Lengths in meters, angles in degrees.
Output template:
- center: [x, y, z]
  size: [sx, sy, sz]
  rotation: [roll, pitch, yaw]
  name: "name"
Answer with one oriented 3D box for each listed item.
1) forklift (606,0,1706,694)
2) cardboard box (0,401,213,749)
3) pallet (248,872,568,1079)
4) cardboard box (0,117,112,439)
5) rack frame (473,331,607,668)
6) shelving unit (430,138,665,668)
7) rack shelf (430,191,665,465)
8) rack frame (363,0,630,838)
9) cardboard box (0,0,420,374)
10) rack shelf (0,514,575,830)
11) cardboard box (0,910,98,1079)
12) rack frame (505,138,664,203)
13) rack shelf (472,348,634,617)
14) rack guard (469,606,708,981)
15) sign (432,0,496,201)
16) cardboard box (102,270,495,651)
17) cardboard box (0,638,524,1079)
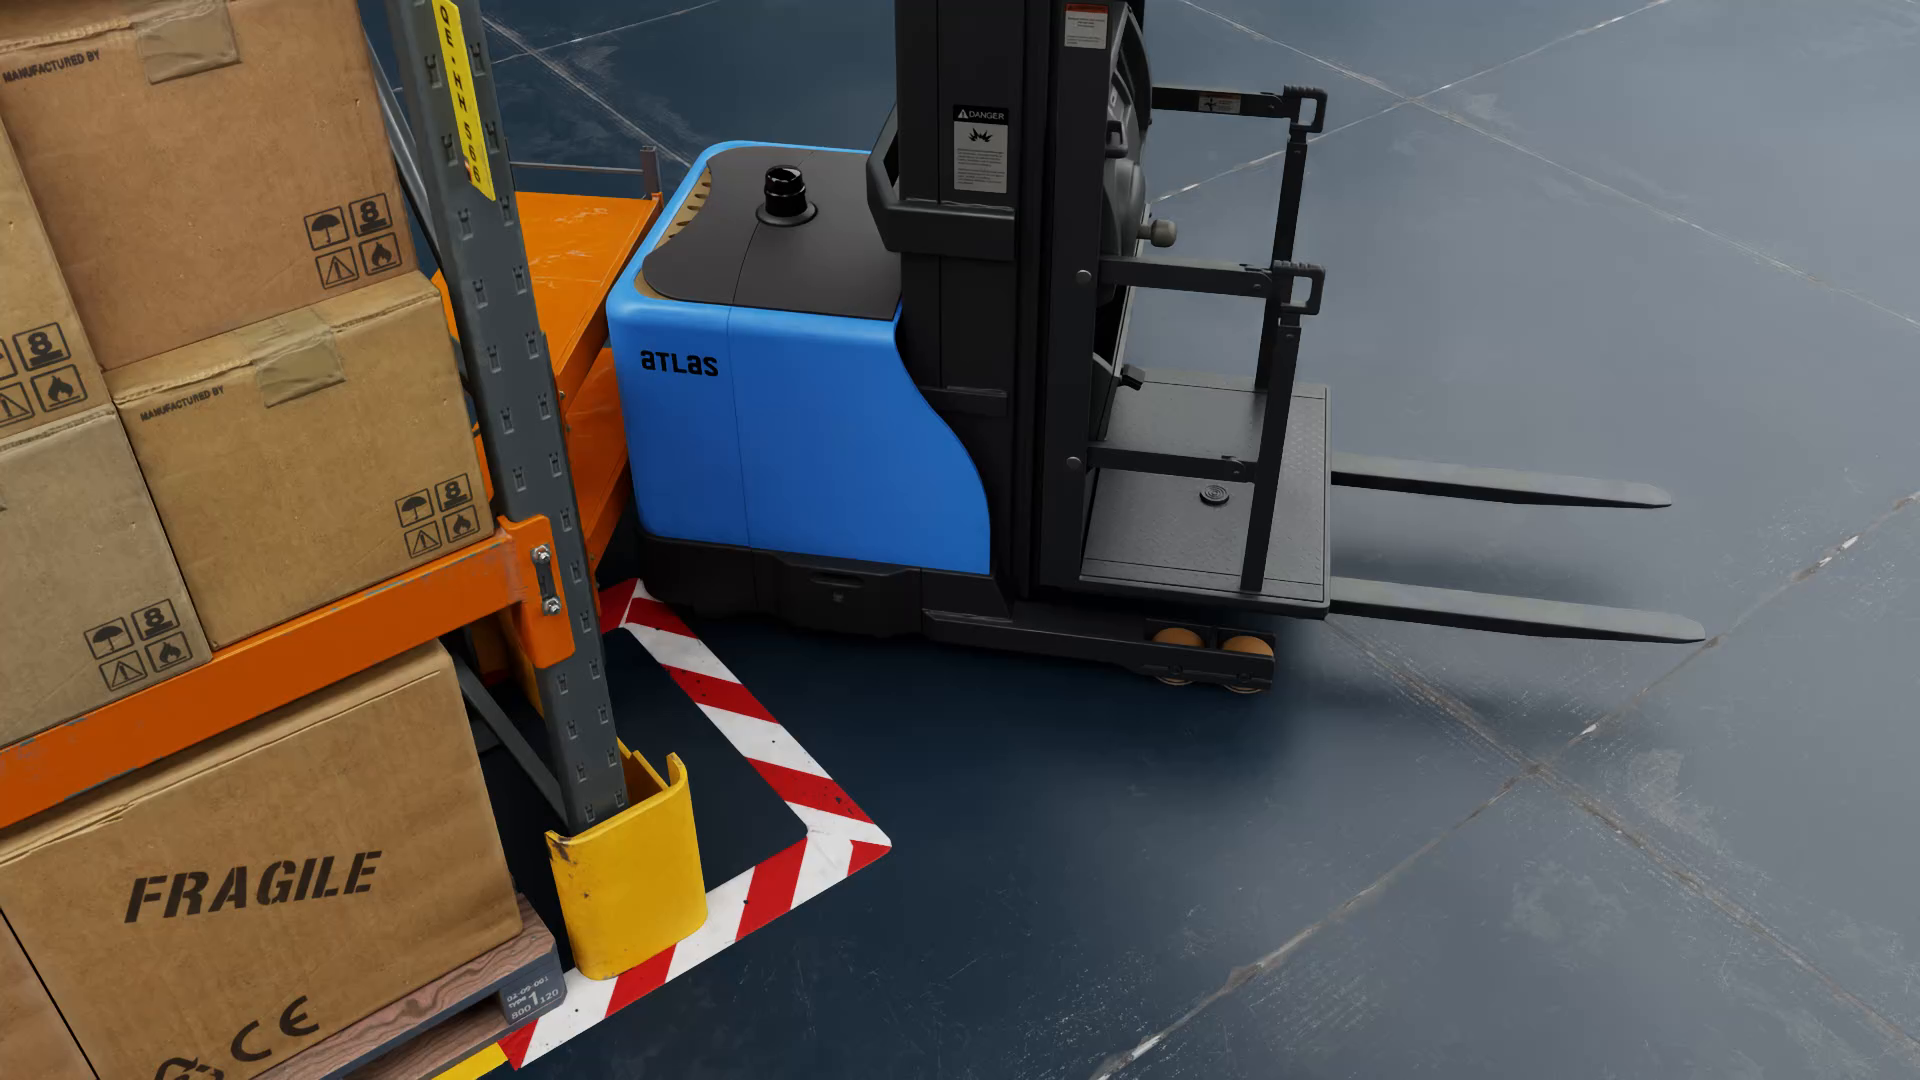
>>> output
- center: [0.617, -1.064, 4.236]
  size: [3.031, 2.935, 1.130]
  rotation: [6, 40, 8]
  name: "forklift"
- center: [-1.799, -0.110, 2.901]
  size: [0.550, 0.550, 0.875]
  rotation: [-26, 46, -28]
  name: "cardboard box"
- center: [-1.696, 0.984, 3.884]
  size: [1.213, 0.211, 1.003]
  rotation: [-26, 46, -28]
  name: "pallet"
- center: [-1.808, -0.535, 2.567]
  size: [0.550, 0.550, 0.875]
  rotation: [-26, 46, -28]
  name: "cardboard box"
- center: [-1.273, -0.092, 4.475]
  size: [0.500, 1.125, 0.032]
  rotation: [5, 40, 6]
  name: "rack frame"
- center: [-1.206, -0.412, 4.865]
  size: [0.538, 1.125, 1.048]
  rotation: [5, 40, 6]
  name: "shelving unit"
- center: [-1.206, -0.638, 4.679]
  size: [0.538, 0.278, 1.000]
  rotation: [5, 40, 6]
  name: "rack shelf"
- center: [-1.110, -0.442, 3.424]
  size: [0.127, 3.000, 1.000]
  rotation: [-26, 46, -28]
  name: "rack frame"
- center: [-1.428, -0.794, 2.883]
  size: [0.550, 0.550, 0.875]
  rotation: [-26, 46, -28]
  name: "cardboard box"
- center: [-2.696, 0.609, 2.710]
  size: [4.000, 0.370, 1.077]
  rotation: [-26, 46, -28]
  name: "rack shelf"
- center: [-2.304, 0.853, 3.189]
  size: [0.875, 0.875, 0.875]
  rotation: [-27, 46, -29]
  name: "cardboard box"
- center: [-1.140, -0.731, 5.254]
  size: [0.500, 1.125, 0.032]
  rotation: [5, 40, 6]
  name: "rack frame"
- center: [-1.206, -0.222, 5.020]
  size: [0.538, 0.278, 1.000]
  rotation: [5, 40, 6]
  name: "rack shelf"
- center: [-1.091, 0.515, 4.228]
  size: [0.348, 0.500, 1.175]
  rotation: [-26, 46, -28]
  name: "rack guard"
- center: [-0.790, -0.703, 2.642]
  size: [0.005, 0.325, 0.100]
  rotation: [-26, 46, -28]
  name: "sign"
- center: [-1.376, -0.334, 3.174]
  size: [0.550, 0.550, 0.875]
  rotation: [-26, 46, -28]
  name: "cardboard box"
- center: [-1.607, 0.512, 3.605]
  size: [0.875, 0.875, 0.875]
  rotation: [-26, 46, -28]
  name: "cardboard box"
